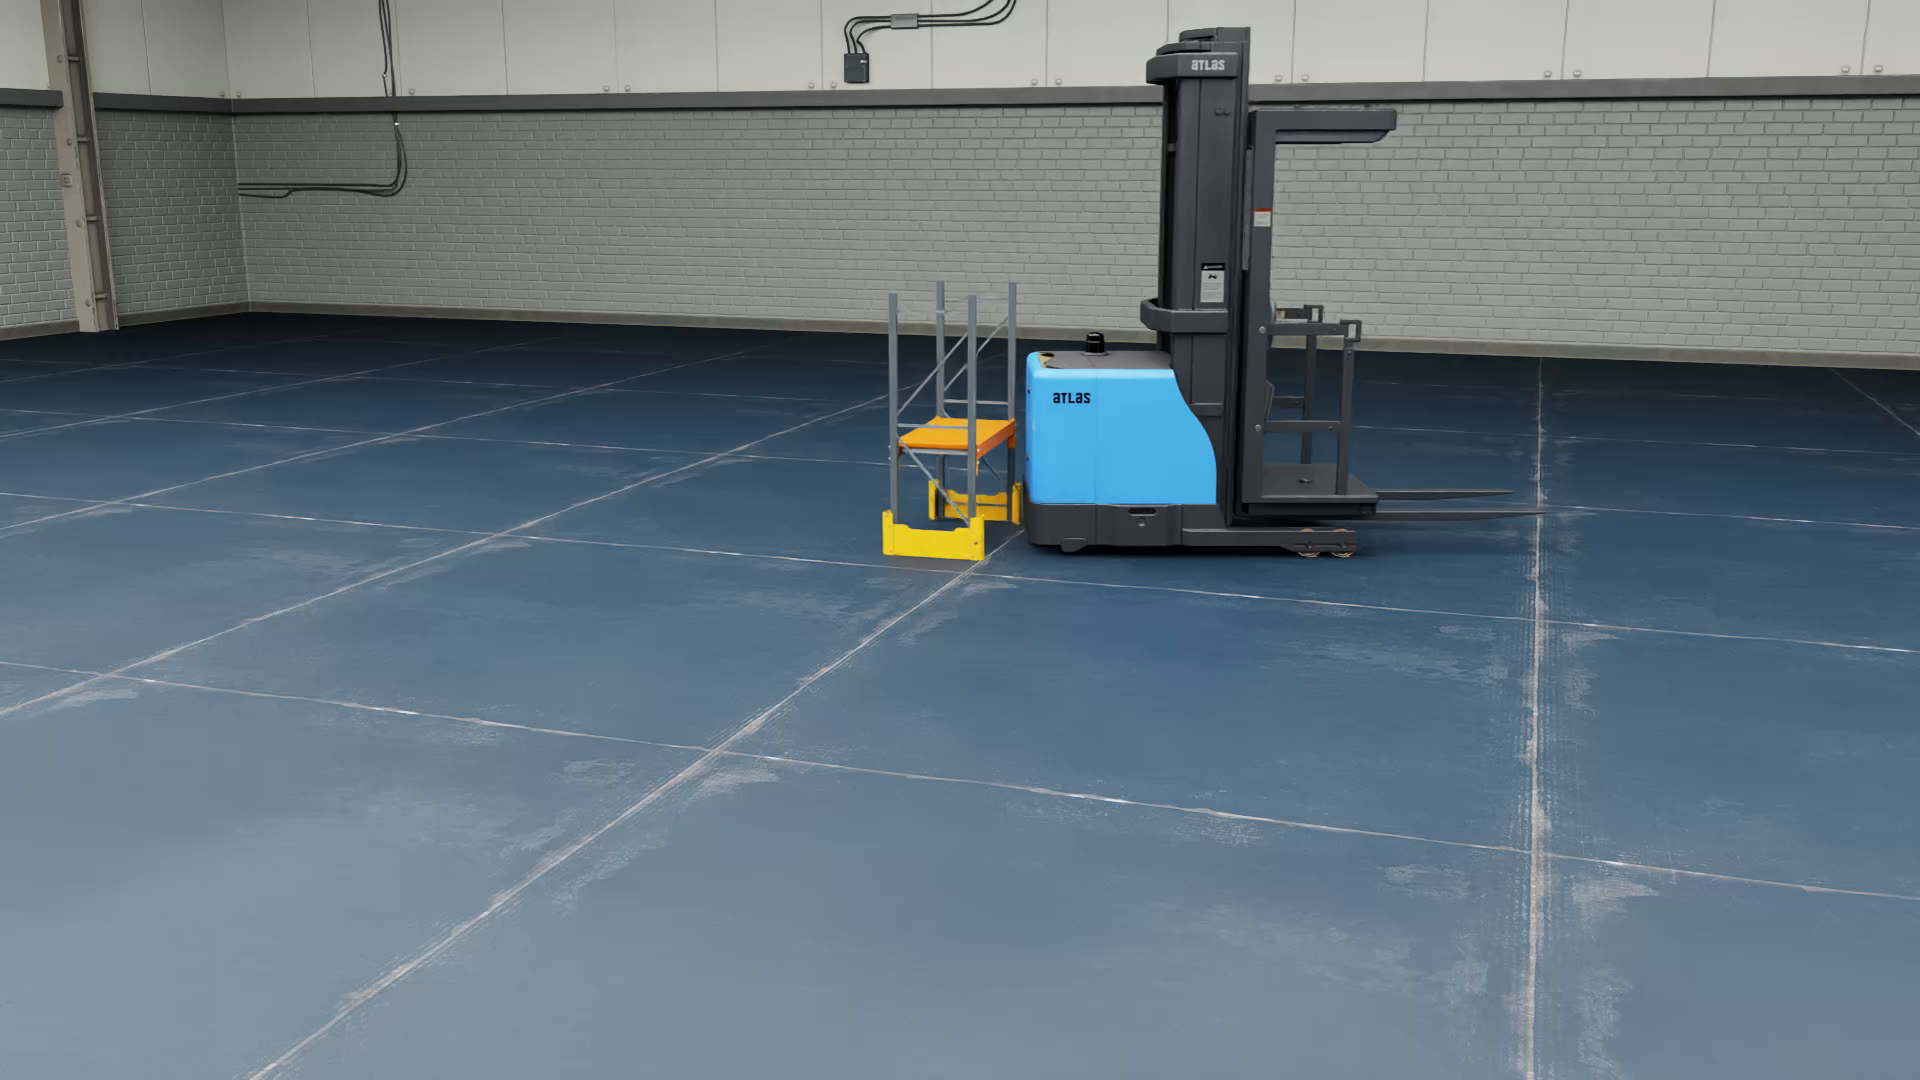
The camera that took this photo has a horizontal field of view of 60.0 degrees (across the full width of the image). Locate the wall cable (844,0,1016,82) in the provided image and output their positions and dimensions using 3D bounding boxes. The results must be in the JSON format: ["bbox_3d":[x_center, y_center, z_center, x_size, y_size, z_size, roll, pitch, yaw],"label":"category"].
[{"bbox_3d":[-0.377,-8.699,20.234,2.305,6.003,0.169,4,14,18],"label":"wall cable"}]

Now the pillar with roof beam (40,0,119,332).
[{"bbox_3d":[-7.485,-6.892,19.963,9.100,9.000,0.400,4,14,18],"label":"pillar with roof beam"}]

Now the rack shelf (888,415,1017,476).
[{"bbox_3d":[-0.027,-0.572,9.931,0.538,0.185,1.000,3,13,14],"label":"rack shelf"}]

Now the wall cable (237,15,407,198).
[{"bbox_3d":[-9.354,-6.214,23.967,3.097,2.526,0.112,4,14,18],"label":"wall cable"}]

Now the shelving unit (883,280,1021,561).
[{"bbox_3d":[-0.030,-0.745,9.883,0.587,1.500,1.083,3,13,14],"label":"shelving unit"}]

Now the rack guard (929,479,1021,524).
[{"bbox_3d":[0.095,-0.243,10.492,0.587,0.250,0.087,3,13,14],"label":"rack guard"}]

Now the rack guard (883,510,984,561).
[{"bbox_3d":[-0.154,-0.029,9.552,0.587,0.250,0.087,3,13,14],"label":"rack guard"}]

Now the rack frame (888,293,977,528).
[{"bbox_3d":[-0.154,-0.638,9.411,0.500,1.500,0.032,3,13,14],"label":"rack frame"}]

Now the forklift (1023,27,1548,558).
[{"bbox_3d":[1.913,-1.447,9.739,3.031,2.935,1.130,0,13,0],"label":"forklift"}]

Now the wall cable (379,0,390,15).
[{"bbox_3d":[-6.794,-8.481,22.551,3.097,2.526,0.112,4,14,18],"label":"wall cable"}]

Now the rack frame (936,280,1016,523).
[{"bbox_3d":[0.099,-0.857,10.371,0.500,1.500,0.032,3,13,14],"label":"rack frame"}]
